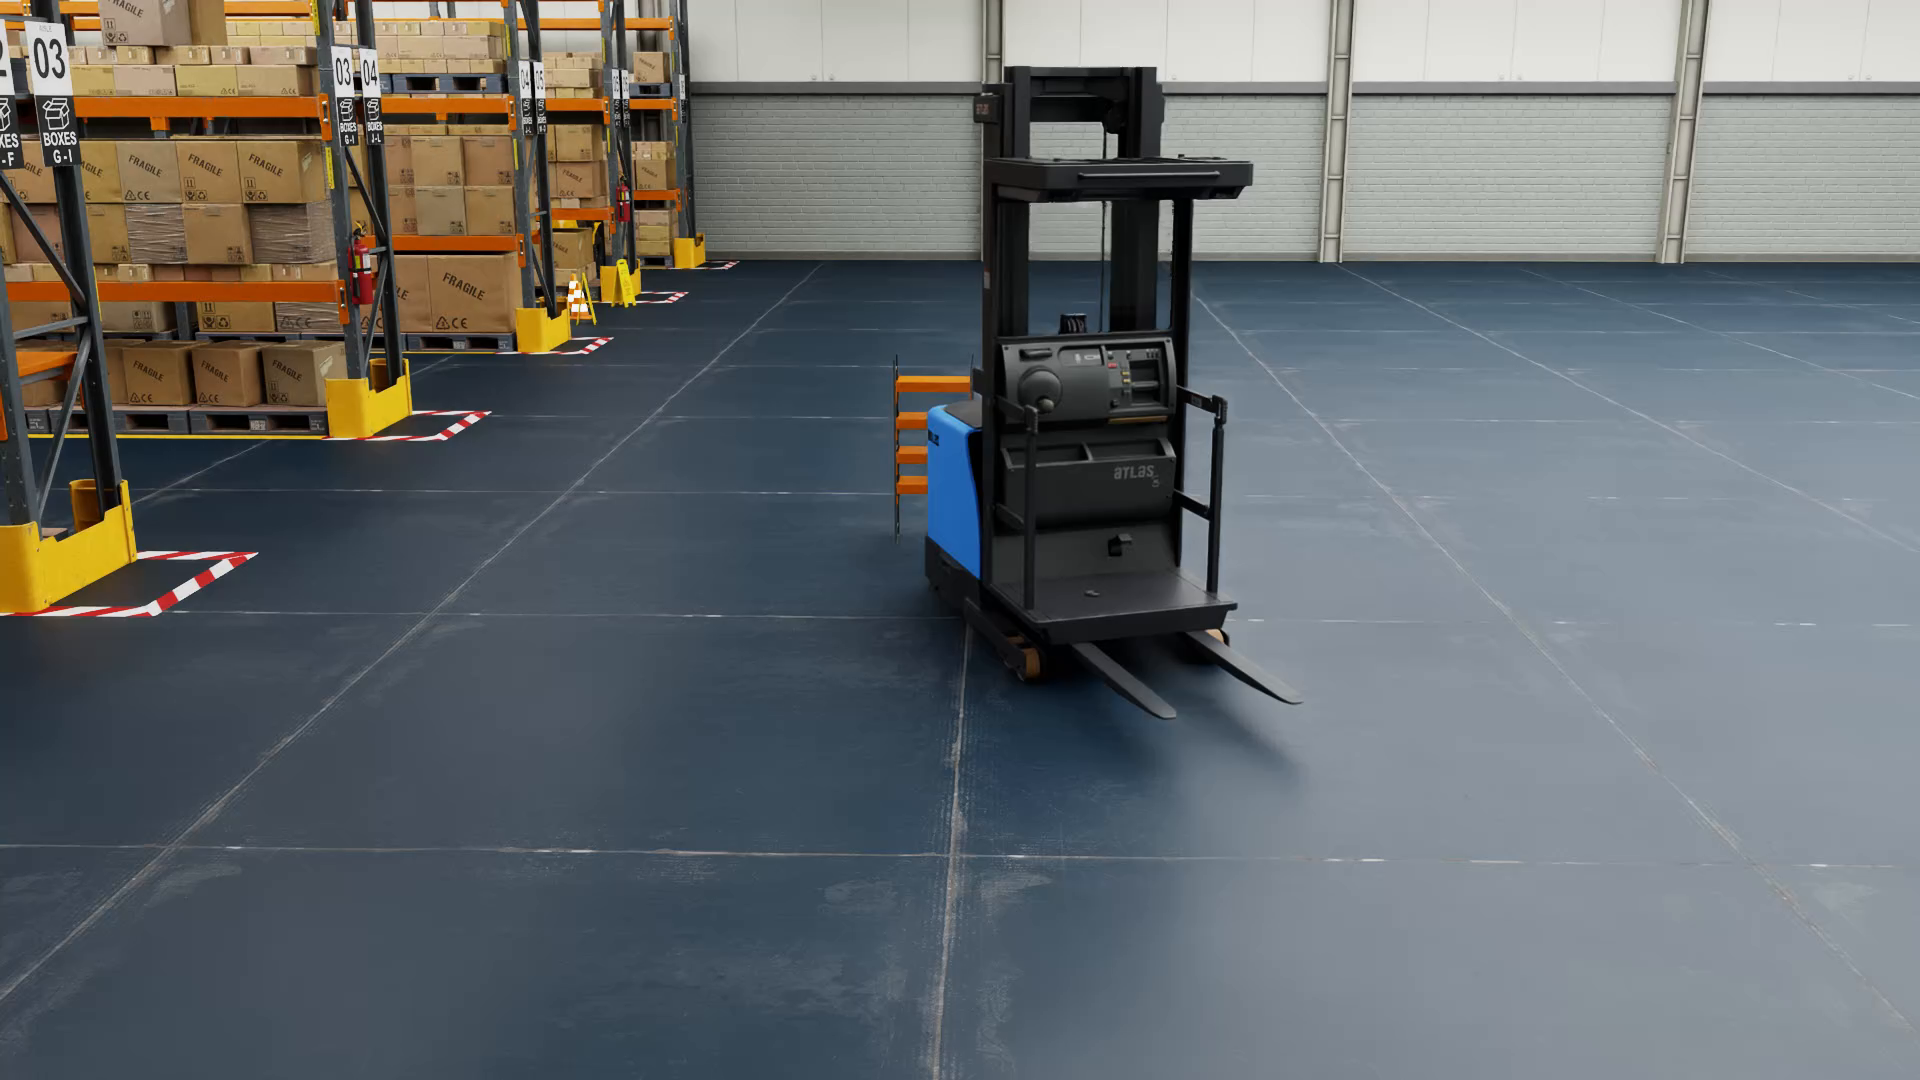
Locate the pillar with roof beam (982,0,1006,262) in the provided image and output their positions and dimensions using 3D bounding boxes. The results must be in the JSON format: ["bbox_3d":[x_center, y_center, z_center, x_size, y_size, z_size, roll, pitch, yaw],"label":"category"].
[{"bbox_3d":[0.478,-8.257,24.498,0.400,9.000,9.100,0,15,1],"label":"pillar with roof beam"}]

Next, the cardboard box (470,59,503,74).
[{"bbox_3d":[-5.226,-5.226,18.363,0.250,0.149,0.380,0,15,1],"label":"cardboard box"}]

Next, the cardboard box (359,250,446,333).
[{"bbox_3d":[-6.444,-2.899,19.289,0.875,0.875,0.875,0,15,1],"label":"cardboard box"}]

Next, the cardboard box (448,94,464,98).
[{"bbox_3d":[-7.009,-6.274,23.351,0.250,0.149,0.380,0,15,2],"label":"cardboard box"}]

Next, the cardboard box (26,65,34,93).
[{"bbox_3d":[-7.643,-3.794,13.753,0.500,0.250,0.500,0,15,-1],"label":"cardboard box"}]

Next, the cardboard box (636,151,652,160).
[{"bbox_3d":[-5.347,-6.546,28.304,0.250,0.149,0.380,1,15,2],"label":"cardboard box"}]

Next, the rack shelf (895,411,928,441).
[{"bbox_3d":[-0.165,-0.732,10.651,0.480,0.148,0.258,0,15,1],"label":"rack shelf"}]

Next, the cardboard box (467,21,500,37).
[{"bbox_3d":[-5.231,-5.612,18.261,0.250,0.149,0.380,1,15,2],"label":"cardboard box"}]

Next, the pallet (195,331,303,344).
[{"bbox_3d":[-8.126,-2.383,19.460,1.213,0.211,1.003,0,15,1],"label":"pallet"}]

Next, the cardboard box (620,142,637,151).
[{"bbox_3d":[-5.610,-6.702,28.313,0.250,0.149,0.380,1,15,3],"label":"cardboard box"}]

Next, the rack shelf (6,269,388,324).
[{"bbox_3d":[-7.112,-2.131,14.449,4.000,0.370,1.077,0,15,1],"label":"rack shelf"}]

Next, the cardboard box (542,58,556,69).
[{"bbox_3d":[-5.718,-6.643,23.189,0.250,0.149,0.380,0,15,1],"label":"cardboard box"}]

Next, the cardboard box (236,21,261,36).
[{"bbox_3d":[-7.767,-5.629,18.324,0.250,0.149,0.380,0,15,1],"label":"cardboard box"}]

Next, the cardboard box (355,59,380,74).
[{"bbox_3d":[-6.496,-5.235,18.395,0.250,0.149,0.380,0,15,2],"label":"cardboard box"}]

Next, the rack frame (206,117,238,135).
[{"bbox_3d":[-12.734,-6.311,28.882,0.127,3.000,1.000,0,15,1],"label":"rack frame"}]

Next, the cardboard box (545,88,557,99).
[{"bbox_3d":[-5.738,-6.257,23.288,0.250,0.149,0.380,1,15,3],"label":"cardboard box"}]

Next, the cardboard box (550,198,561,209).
[{"bbox_3d":[-5.751,-4.800,23.647,0.250,0.149,0.380,0,15,0],"label":"cardboard box"}]

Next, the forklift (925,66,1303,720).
[{"bbox_3d":[0.727,-0.834,8.257,1.130,2.935,3.031,-5,15,-17],"label":"forklift"}]

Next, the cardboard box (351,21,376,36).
[{"bbox_3d":[-6.502,-5.620,18.293,0.250,0.149,0.380,0,15,1],"label":"cardboard box"}]

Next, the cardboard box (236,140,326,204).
[{"bbox_3d":[-5.669,-3.082,13.904,0.500,0.500,0.500,0,15,1],"label":"cardboard box"}]

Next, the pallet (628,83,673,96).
[{"bbox_3d":[-5.443,-7.678,28.356,1.213,0.211,1.003,0,15,1],"label":"pallet"}]

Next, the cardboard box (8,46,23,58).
[{"bbox_3d":[-7.746,-3.976,13.663,0.250,0.149,0.380,0,15,0],"label":"cardboard box"}]

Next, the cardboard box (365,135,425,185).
[{"bbox_3d":[-6.364,-4.356,19.059,0.550,0.550,0.875,0,15,1],"label":"cardboard box"}]

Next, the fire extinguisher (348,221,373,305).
[{"bbox_3d":[-5.010,-2.311,13.869,0.183,0.674,0.296,0,15,1],"label":"fire extinguisher"}]

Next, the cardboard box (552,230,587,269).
[{"bbox_3d":[-5.667,-4.168,23.856,0.500,0.500,0.500,0,15,2],"label":"cardboard box"}]

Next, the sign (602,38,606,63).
[{"bbox_3d":[-4.894,-6.731,22.855,0.005,0.325,0.100,0,15,1],"label":"sign"}]

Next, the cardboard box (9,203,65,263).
[{"bbox_3d":[-7.662,-2.676,14.323,0.500,0.500,0.875,0,15,1],"label":"cardboard box"}]

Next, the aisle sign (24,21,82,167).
[{"bbox_3d":[-5.160,-2.534,9.470,0.004,0.787,0.394,0,15,1],"label":"aisle sign"}]

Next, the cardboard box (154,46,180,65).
[{"bbox_3d":[-6.428,-3.993,13.729,0.250,0.149,0.380,1,15,2],"label":"cardboard box"}]

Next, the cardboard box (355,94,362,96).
[{"bbox_3d":[-8.293,-6.267,23.327,0.250,0.149,0.380,0,15,1],"label":"cardboard box"}]

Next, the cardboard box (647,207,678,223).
[{"bbox_3d":[-5.212,-5.668,29.049,0.500,0.250,0.500,0,15,1],"label":"cardboard box"}]

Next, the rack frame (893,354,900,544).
[{"bbox_3d":[-0.409,-0.583,10.697,0.015,1.200,0.240,0,15,1],"label":"rack frame"}]

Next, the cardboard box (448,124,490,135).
[{"bbox_3d":[-6.889,-5.638,23.589,0.500,0.500,0.700,0,15,1],"label":"cardboard box"}]

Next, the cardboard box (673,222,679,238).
[{"bbox_3d":[-5.201,-5.431,29.130,0.500,0.250,0.500,1,15,2],"label":"cardboard box"}]

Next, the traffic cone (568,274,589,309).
[{"bbox_3d":[-5.323,-3.441,22.974,0.334,0.463,0.336,0,15,1],"label":"traffic cone"}]

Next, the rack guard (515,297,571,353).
[{"bbox_3d":[-4.861,-2.522,19.418,0.348,0.500,1.175,0,15,1],"label":"rack guard"}]

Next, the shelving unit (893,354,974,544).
[{"bbox_3d":[-0.165,-0.581,10.691,0.503,1.200,0.258,0,15,1],"label":"shelving unit"}]

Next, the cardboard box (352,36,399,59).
[{"bbox_3d":[-6.383,-5.442,18.400,0.500,0.250,0.500,0,15,1],"label":"cardboard box"}]

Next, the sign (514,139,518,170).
[{"bbox_3d":[-4.913,-4.267,18.397,0.005,0.325,0.100,0,15,1],"label":"sign"}]

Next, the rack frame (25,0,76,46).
[{"bbox_3d":[-12.857,-7.946,23.319,0.127,3.000,1.000,0,15,1],"label":"rack frame"}]

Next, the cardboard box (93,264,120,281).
[{"bbox_3d":[-7.153,-2.296,14.156,0.250,0.149,0.380,0,15,1],"label":"cardboard box"}]

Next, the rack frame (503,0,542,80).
[{"bbox_3d":[-4.885,-6.631,18.334,0.127,3.000,1.000,0,15,1],"label":"rack frame"}]

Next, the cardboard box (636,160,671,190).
[{"bbox_3d":[-5.235,-6.244,28.430,0.500,0.500,0.500,0,15,0],"label":"cardboard box"}]

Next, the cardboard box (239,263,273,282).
[{"bbox_3d":[-5.904,-2.284,14.110,0.250,0.149,0.380,0,15,1],"label":"cardboard box"}]

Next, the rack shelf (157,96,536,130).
[{"bbox_3d":[-6.884,-4.846,18.858,4.000,0.370,1.077,0,15,1],"label":"rack shelf"}]

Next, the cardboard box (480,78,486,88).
[{"bbox_3d":[-6.400,-6.455,23.259,0.500,0.250,0.500,1,15,3],"label":"cardboard box"}]

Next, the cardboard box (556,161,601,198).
[{"bbox_3d":[-5.409,-5.119,23.583,0.500,0.500,0.500,0,15,0],"label":"cardboard box"}]

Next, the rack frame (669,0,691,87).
[{"bbox_3d":[-4.737,-9.160,27.919,0.127,3.000,1.000,0,15,1],"label":"rack frame"}]

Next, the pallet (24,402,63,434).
[{"bbox_3d":[-8.439,-1.149,14.780,1.213,0.211,1.003,0,15,1],"label":"pallet"}]

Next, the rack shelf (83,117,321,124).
[{"bbox_3d":[-10.858,-6.135,23.744,4.000,0.370,1.077,0,15,1],"label":"rack shelf"}]

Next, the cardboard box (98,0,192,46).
[{"bbox_3d":[-6.669,-4.296,13.604,0.500,0.500,0.500,0,15,1],"label":"cardboard box"}]

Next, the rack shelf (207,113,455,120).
[{"bbox_3d":[-10.735,-7.401,28.542,4.000,0.370,1.077,0,15,1],"label":"rack shelf"}]

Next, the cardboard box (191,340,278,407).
[{"bbox_3d":[-6.335,-1.464,14.586,0.500,0.500,0.500,4,15,16],"label":"cardboard box"}]

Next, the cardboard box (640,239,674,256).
[{"bbox_3d":[-5.214,-5.055,28.688,0.500,0.250,0.500,0,15,2],"label":"cardboard box"}]

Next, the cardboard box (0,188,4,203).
[{"bbox_3d":[-8.168,-3.097,13.960,0.500,0.500,0.500,0,15,1],"label":"cardboard box"}]

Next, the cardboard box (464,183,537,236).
[{"bbox_3d":[-5.257,-3.794,19.046,0.550,0.550,0.875,0,15,1],"label":"cardboard box"}]
